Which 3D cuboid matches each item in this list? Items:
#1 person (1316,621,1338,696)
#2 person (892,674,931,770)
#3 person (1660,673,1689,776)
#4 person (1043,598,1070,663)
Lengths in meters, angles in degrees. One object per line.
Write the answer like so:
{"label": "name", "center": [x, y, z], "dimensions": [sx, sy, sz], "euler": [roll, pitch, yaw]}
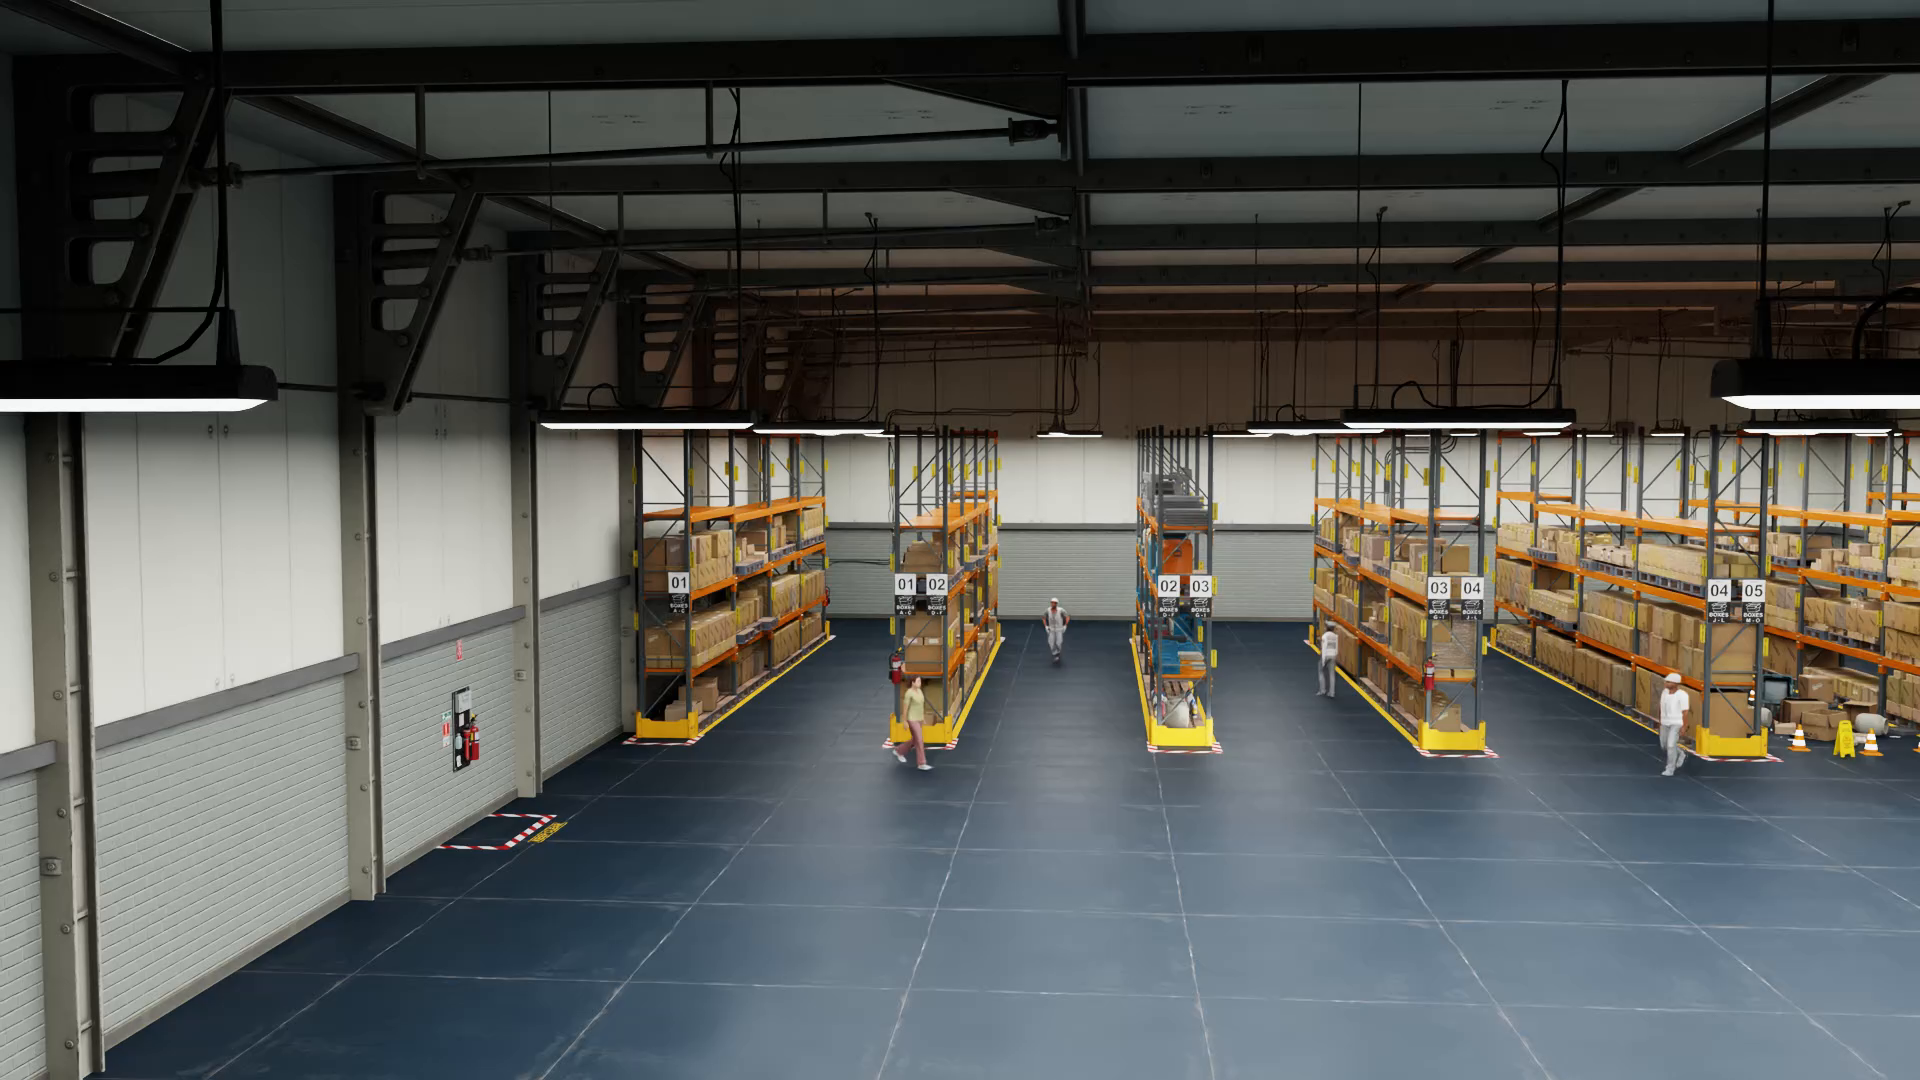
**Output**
{"label": "person", "center": [8.261, 2.669, 37.135], "dimensions": [0.476, 1.720, 0.551], "euler": [-1, 3, -8]}
{"label": "person", "center": [-0.812, 3.148, 29.036], "dimensions": [0.888, 1.640, 0.494], "euler": [2, 4, 31]}
{"label": "person", "center": [12.214, 3.130, 28.394], "dimensions": [0.797, 1.747, 0.573], "euler": [-2, 4, -33]}
{"label": "person", "center": [2.467, 2.318, 42.706], "dimensions": [0.695, 1.691, 0.591], "euler": [1, 4, 12]}
